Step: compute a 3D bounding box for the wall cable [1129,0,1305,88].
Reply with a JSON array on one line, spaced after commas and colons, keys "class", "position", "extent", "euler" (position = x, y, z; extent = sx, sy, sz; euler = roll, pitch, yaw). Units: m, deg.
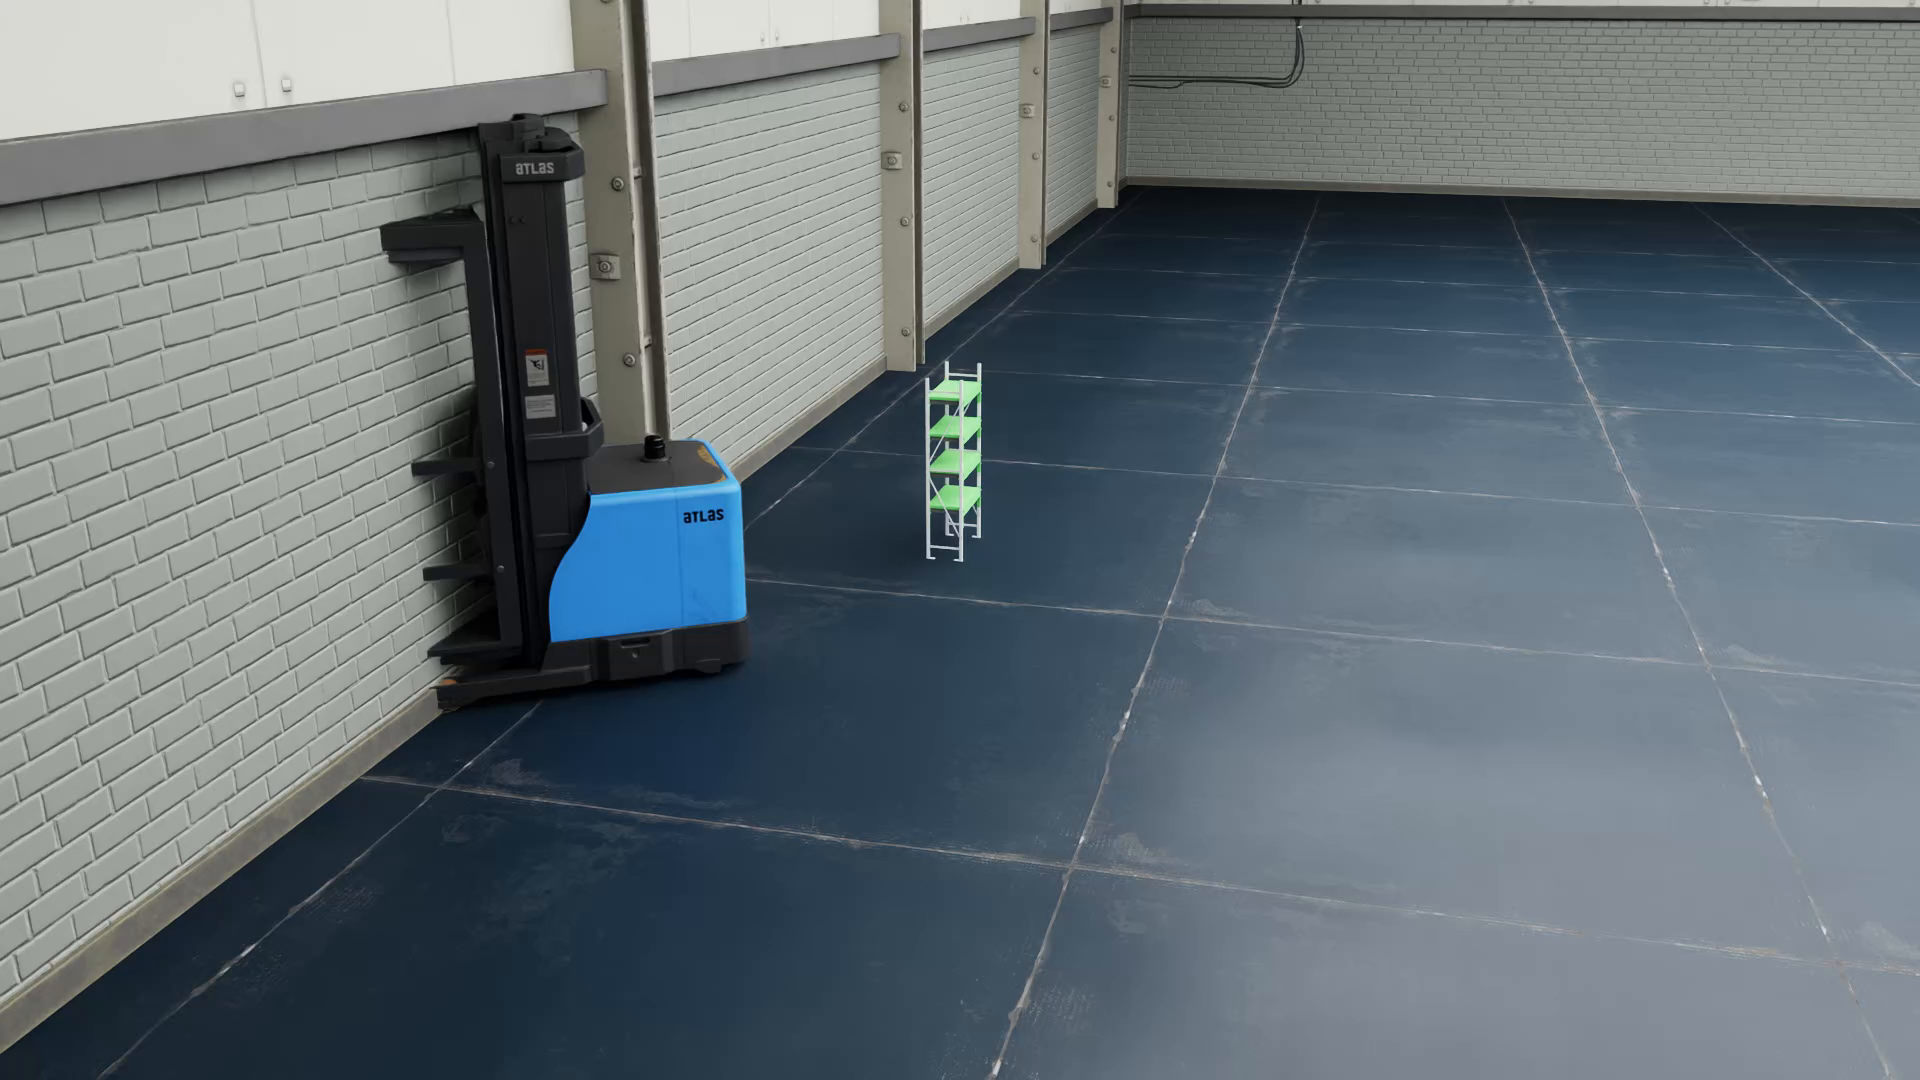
[{"class": "wall cable", "position": [4.395, -9.054, 28.576], "extent": [3.097, 2.526, 0.112], "euler": [5, 19, 13]}]

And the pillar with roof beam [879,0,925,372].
[{"class": "pillar with roof beam", "position": [3.635, -5.603, 13.670], "extent": [9.100, 9.000, 0.400], "euler": [5, 19, 13]}]

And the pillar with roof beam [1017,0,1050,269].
[{"class": "pillar with roof beam", "position": [5.101, -7.484, 19.175], "extent": [9.100, 9.000, 0.400], "euler": [5, 19, 13]}]

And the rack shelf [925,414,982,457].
[{"class": "rack shelf", "position": [-0.040, -0.683, 10.785], "extent": [0.258, 0.148, 0.480], "euler": [5, 19, 13]}]

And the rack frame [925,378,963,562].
[{"class": "rack frame", "position": [-0.100, -0.439, 10.618], "extent": [0.240, 1.200, 0.015], "euler": [5, 19, 13]}]

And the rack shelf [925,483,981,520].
[{"class": "rack shelf", "position": [-0.040, -0.228, 10.940], "extent": [0.258, 0.148, 0.480], "euler": [5, 19, 13]}]

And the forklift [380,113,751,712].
[{"class": "forklift", "position": [-2.721, -0.669, 8.612], "extent": [3.031, 2.935, 1.130], "euler": [-6, 20, -17]}]

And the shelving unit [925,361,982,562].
[{"class": "shelving unit", "position": [-0.040, -0.516, 10.842], "extent": [0.258, 1.200, 0.503], "euler": [5, 19, 13]}]

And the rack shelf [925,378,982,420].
[{"class": "rack shelf", "position": [-0.040, -0.910, 10.707], "extent": [0.258, 0.148, 0.480], "euler": [5, 19, 13]}]

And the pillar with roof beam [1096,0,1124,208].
[{"class": "pillar with roof beam", "position": [6.567, -9.364, 24.681], "extent": [9.100, 9.000, 0.400], "euler": [5, 19, 13]}]

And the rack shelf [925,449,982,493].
[{"class": "rack shelf", "position": [-0.040, -0.455, 10.862], "extent": [0.258, 0.148, 0.480], "euler": [5, 19, 13]}]

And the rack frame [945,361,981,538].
[{"class": "rack frame", "position": [0.019, -0.592, 11.066], "extent": [0.240, 1.200, 0.015], "euler": [5, 19, 13]}]

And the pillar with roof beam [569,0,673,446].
[{"class": "pillar with roof beam", "position": [2.169, -3.722, 8.164], "extent": [9.100, 9.000, 0.400], "euler": [5, 19, 13]}]
